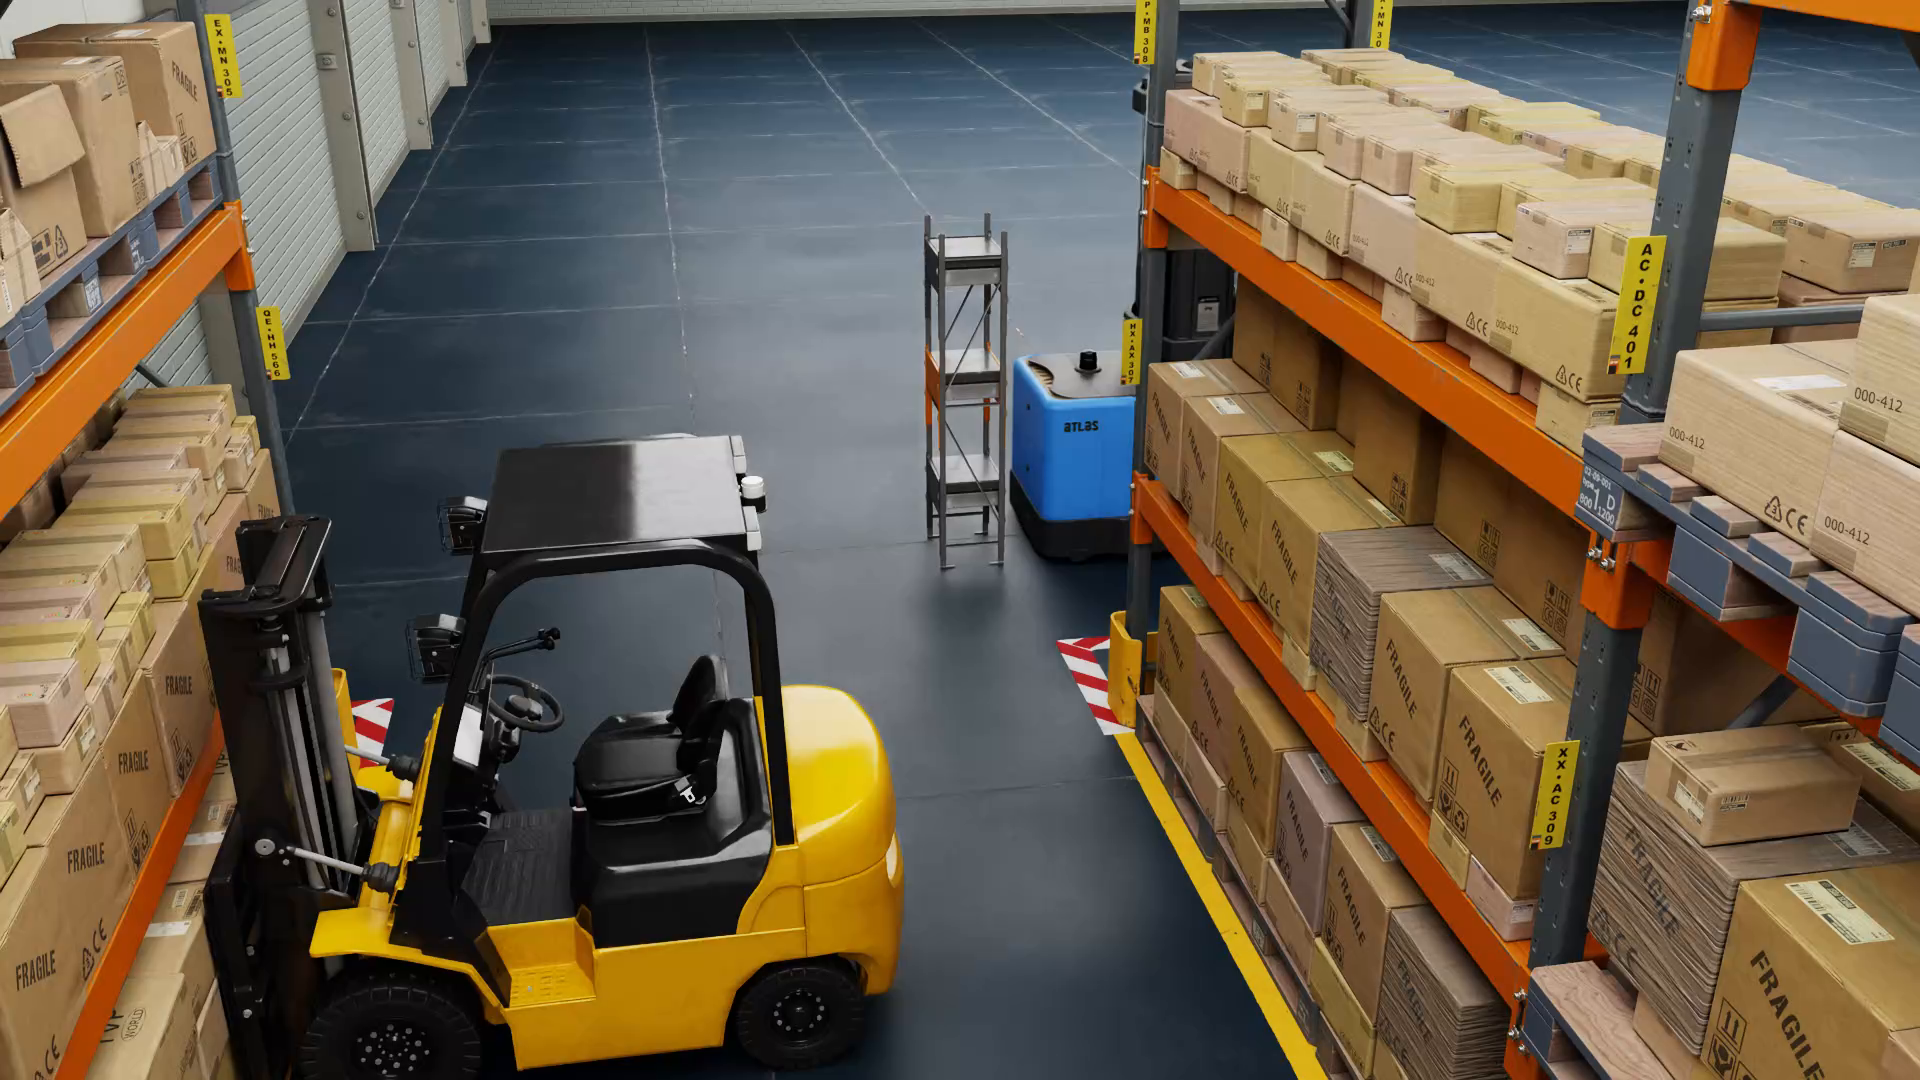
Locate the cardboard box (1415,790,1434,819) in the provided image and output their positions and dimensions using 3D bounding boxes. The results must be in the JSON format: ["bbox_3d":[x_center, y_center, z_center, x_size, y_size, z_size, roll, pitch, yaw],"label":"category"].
[{"bbox_3d":[1.717,0.832,5.410,0.380,0.149,0.250,-4,24,-9],"label":"cardboard box"}]

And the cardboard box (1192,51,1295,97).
[{"bbox_3d":[1.226,-2.016,7.189,0.380,0.149,0.250,-4,24,-10],"label":"cardboard box"}]

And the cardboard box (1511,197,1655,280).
[{"bbox_3d":[1.703,-0.803,4.410,0.380,0.149,0.250,-5,24,-11],"label":"cardboard box"}]

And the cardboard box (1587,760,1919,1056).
[{"bbox_3d":[1.905,0.858,4.016,0.500,0.500,0.500,-4,24,-8],"label":"cardboard box"}]

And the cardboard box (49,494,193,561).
[{"bbox_3d":[-2.909,-0.037,5.780,0.380,0.149,0.250,-4,24,-9],"label":"cardboard box"}]

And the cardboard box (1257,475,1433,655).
[{"bbox_3d":[1.472,0.082,6.318,0.500,0.500,0.500,-5,24,-11],"label":"cardboard box"}]

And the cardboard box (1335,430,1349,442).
[{"bbox_3d":[1.820,-0.338,7.279,0.500,0.500,0.500,-4,24,-10],"label":"cardboard box"}]

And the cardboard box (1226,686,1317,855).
[{"bbox_3d":[1.428,0.928,6.851,0.500,0.500,0.500,-4,24,-9],"label":"cardboard box"}]

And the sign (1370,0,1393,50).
[{"bbox_3d":[1.910,-2.360,7.551,0.100,0.325,0.005,-4,24,-10],"label":"sign"}]

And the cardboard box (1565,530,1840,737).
[{"bbox_3d":[2.232,0.198,4.804,0.700,0.500,0.500,-5,24,-10],"label":"cardboard box"}]

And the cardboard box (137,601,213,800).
[{"bbox_3d":[-2.882,0.554,5.608,0.500,0.500,0.500,-4,24,-9],"label":"cardboard box"}]

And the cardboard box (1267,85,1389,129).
[{"bbox_3d":[1.387,-1.621,6.283,0.380,0.149,0.250,-4,24,-10],"label":"cardboard box"}]

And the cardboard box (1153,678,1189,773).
[{"bbox_3d":[1.238,0.859,7.946,0.500,0.250,0.500,-5,24,-10],"label":"cardboard box"}]

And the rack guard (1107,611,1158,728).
[{"bbox_3d":[1.374,0.629,8.685,1.175,0.500,0.348,-4,24,-10],"label":"rack guard"}]

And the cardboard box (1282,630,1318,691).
[{"bbox_3d":[1.449,0.438,6.314,0.380,0.149,0.250,-4,24,-9],"label":"cardboard box"}]

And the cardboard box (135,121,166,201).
[{"bbox_3d":[-3.018,-1.325,5.808,0.396,0.266,0.258,-4,24,-10],"label":"cardboard box"}]

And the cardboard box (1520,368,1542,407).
[{"bbox_3d":[1.782,-0.440,4.575,0.380,0.149,0.250,-4,24,-9],"label":"cardboard box"}]

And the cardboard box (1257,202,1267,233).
[{"bbox_3d":[1.377,-1.248,6.426,0.380,0.149,0.250,-5,24,-11],"label":"cardboard box"}]

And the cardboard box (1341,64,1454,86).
[{"bbox_3d":[1.788,-1.857,6.823,0.380,0.149,0.250,-5,24,-10],"label":"cardboard box"}]

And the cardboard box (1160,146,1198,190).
[{"bbox_3d":[1.103,-1.651,7.349,0.380,0.149,0.250,-4,24,-10],"label":"cardboard box"}]

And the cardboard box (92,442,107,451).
[{"bbox_3d":[-3.601,-0.275,6.697,0.380,0.149,0.250,-4,24,-10],"label":"cardboard box"}]

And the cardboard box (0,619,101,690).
[{"bbox_3d":[-2.759,0.364,4.861,0.380,0.149,0.250,-5,24,-11],"label":"cardboard box"}]

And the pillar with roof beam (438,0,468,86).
[{"bbox_3d":[-4.481,-12.345,27.772,9.100,9.000,0.400,-4,24,-10],"label":"pillar with roof beam"}]

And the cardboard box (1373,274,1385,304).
[{"bbox_3d":[1.601,-0.848,5.510,0.380,0.149,0.250,-4,24,-9],"label":"cardboard box"}]

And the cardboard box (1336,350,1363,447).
[{"bbox_3d":[1.951,-0.609,6.651,0.700,0.500,0.500,-5,24,-10],"label":"cardboard box"}]

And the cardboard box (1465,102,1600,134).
[{"bbox_3d":[2.030,-1.459,5.913,0.380,0.149,0.250,-4,24,-8],"label":"cardboard box"}]

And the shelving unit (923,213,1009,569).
[{"bbox_3d":[0.031,-0.897,10.181,0.431,2.100,0.503,-4,24,-10],"label":"shelving unit"}]

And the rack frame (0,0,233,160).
[{"bbox_3d":[-3.517,-2.927,6.208,1.000,3.000,0.127,-4,24,-10],"label":"rack frame"}]

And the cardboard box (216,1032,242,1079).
[{"bbox_3d":[-2.761,1.849,5.679,0.500,0.250,0.500,-4,24,-9],"label":"cardboard box"}]

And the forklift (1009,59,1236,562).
[{"bbox_3d":[1.899,-1.480,10.476,3.031,2.935,1.130,-4,24,-10],"label":"forklift"}]

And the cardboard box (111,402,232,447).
[{"bbox_3d":[-3.167,-0.437,6.695,0.380,0.149,0.250,-4,24,-10],"label":"cardboard box"}]

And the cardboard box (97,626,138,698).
[{"bbox_3d":[-2.786,0.402,5.145,0.380,0.149,0.250,-5,24,-11],"label":"cardboard box"}]

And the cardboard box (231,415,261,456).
[{"bbox_3d":[-3.178,-0.405,6.994,0.380,0.149,0.250,-4,24,-9],"label":"cardboard box"}]

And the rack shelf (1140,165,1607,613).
[{"bbox_3d":[1.730,-0.804,5.995,1.077,0.370,4.000,-4,24,-10],"label":"rack shelf"}]

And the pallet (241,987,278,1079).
[{"bbox_3d":[-3.112,1.877,6.188,1.003,0.211,1.213,-4,24,-10],"label":"pallet"}]

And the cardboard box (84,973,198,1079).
[{"bbox_3d":[-2.643,1.590,5.023,0.500,0.250,0.500,-4,24,-10],"label":"cardboard box"}]

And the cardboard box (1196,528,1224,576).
[{"bbox_3d":[1.252,0.030,7.248,0.380,0.149,0.250,-4,24,-9],"label":"cardboard box"}]

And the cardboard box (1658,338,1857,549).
[{"bbox_3d":[1.814,-0.212,3.402,0.500,0.250,0.500,-5,24,-11],"label":"cardboard box"}]

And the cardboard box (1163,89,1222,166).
[{"bbox_3d":[1.192,-1.771,7.125,0.500,0.250,0.500,-5,24,-11],"label":"cardboard box"}]

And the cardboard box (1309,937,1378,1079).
[{"bbox_3d":[1.618,1.673,6.081,0.500,0.250,0.500,-5,24,-11],"label":"cardboard box"}]

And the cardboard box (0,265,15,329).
[{"bbox_3d":[-2.704,-0.603,4.299,0.380,0.149,0.250,-4,24,-8],"label":"cardboard box"}]

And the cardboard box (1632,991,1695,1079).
[{"bbox_3d":[1.892,1.191,4.065,0.380,0.149,0.250,-4,24,-9],"label":"cardboard box"}]

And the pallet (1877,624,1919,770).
[{"bbox_3d":[2.304,0.397,2.580,1.213,0.211,1.003,-4,24,-10],"label":"pallet"}]

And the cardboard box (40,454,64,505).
[{"bbox_3d":[-3.556,-0.202,6.158,0.380,0.149,0.250,-4,24,-9],"label":"cardboard box"}]

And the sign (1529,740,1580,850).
[{"bbox_3d":[1.568,0.674,4.378,0.100,0.325,0.005,-4,24,-10],"label":"sign"}]

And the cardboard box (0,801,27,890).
[{"bbox_3d":[-2.627,0.806,4.221,0.380,0.149,0.250,-4,24,-9],"label":"cardboard box"}]

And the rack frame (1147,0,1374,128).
[{"bbox_3d":[1.360,-3.295,7.052,1.000,3.000,0.127,-4,24,-10],"label":"rack frame"}]

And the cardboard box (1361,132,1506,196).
[{"bbox_3d":[1.521,-1.212,5.346,0.380,0.149,0.250,-4,24,-9],"label":"cardboard box"}]

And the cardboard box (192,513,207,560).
[{"bbox_3d":[-2.983,0.000,6.067,0.380,0.149,0.250,-5,24,-11],"label":"cardboard box"}]

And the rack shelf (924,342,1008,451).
[{"bbox_3d":[0.031,-0.885,10.186,0.431,0.518,0.480,-4,24,-10],"label":"rack shelf"}]

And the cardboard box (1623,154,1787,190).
[{"bbox_3d":[2.224,-1.056,4.989,0.380,0.149,0.250,-4,24,-10],"label":"cardboard box"}]

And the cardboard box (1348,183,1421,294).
[{"bbox_3d":[1.579,-0.969,5.289,0.500,0.250,0.500,-5,24,-11],"label":"cardboard box"}]

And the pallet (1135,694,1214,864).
[{"bbox_3d":[1.490,1.084,8.005,1.003,0.211,1.213,-4,24,-10],"label":"pallet"}]

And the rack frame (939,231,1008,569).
[{"bbox_3d":[0.076,-0.801,9.961,0.400,2.100,0.015,-4,24,-10],"label":"rack frame"}]
